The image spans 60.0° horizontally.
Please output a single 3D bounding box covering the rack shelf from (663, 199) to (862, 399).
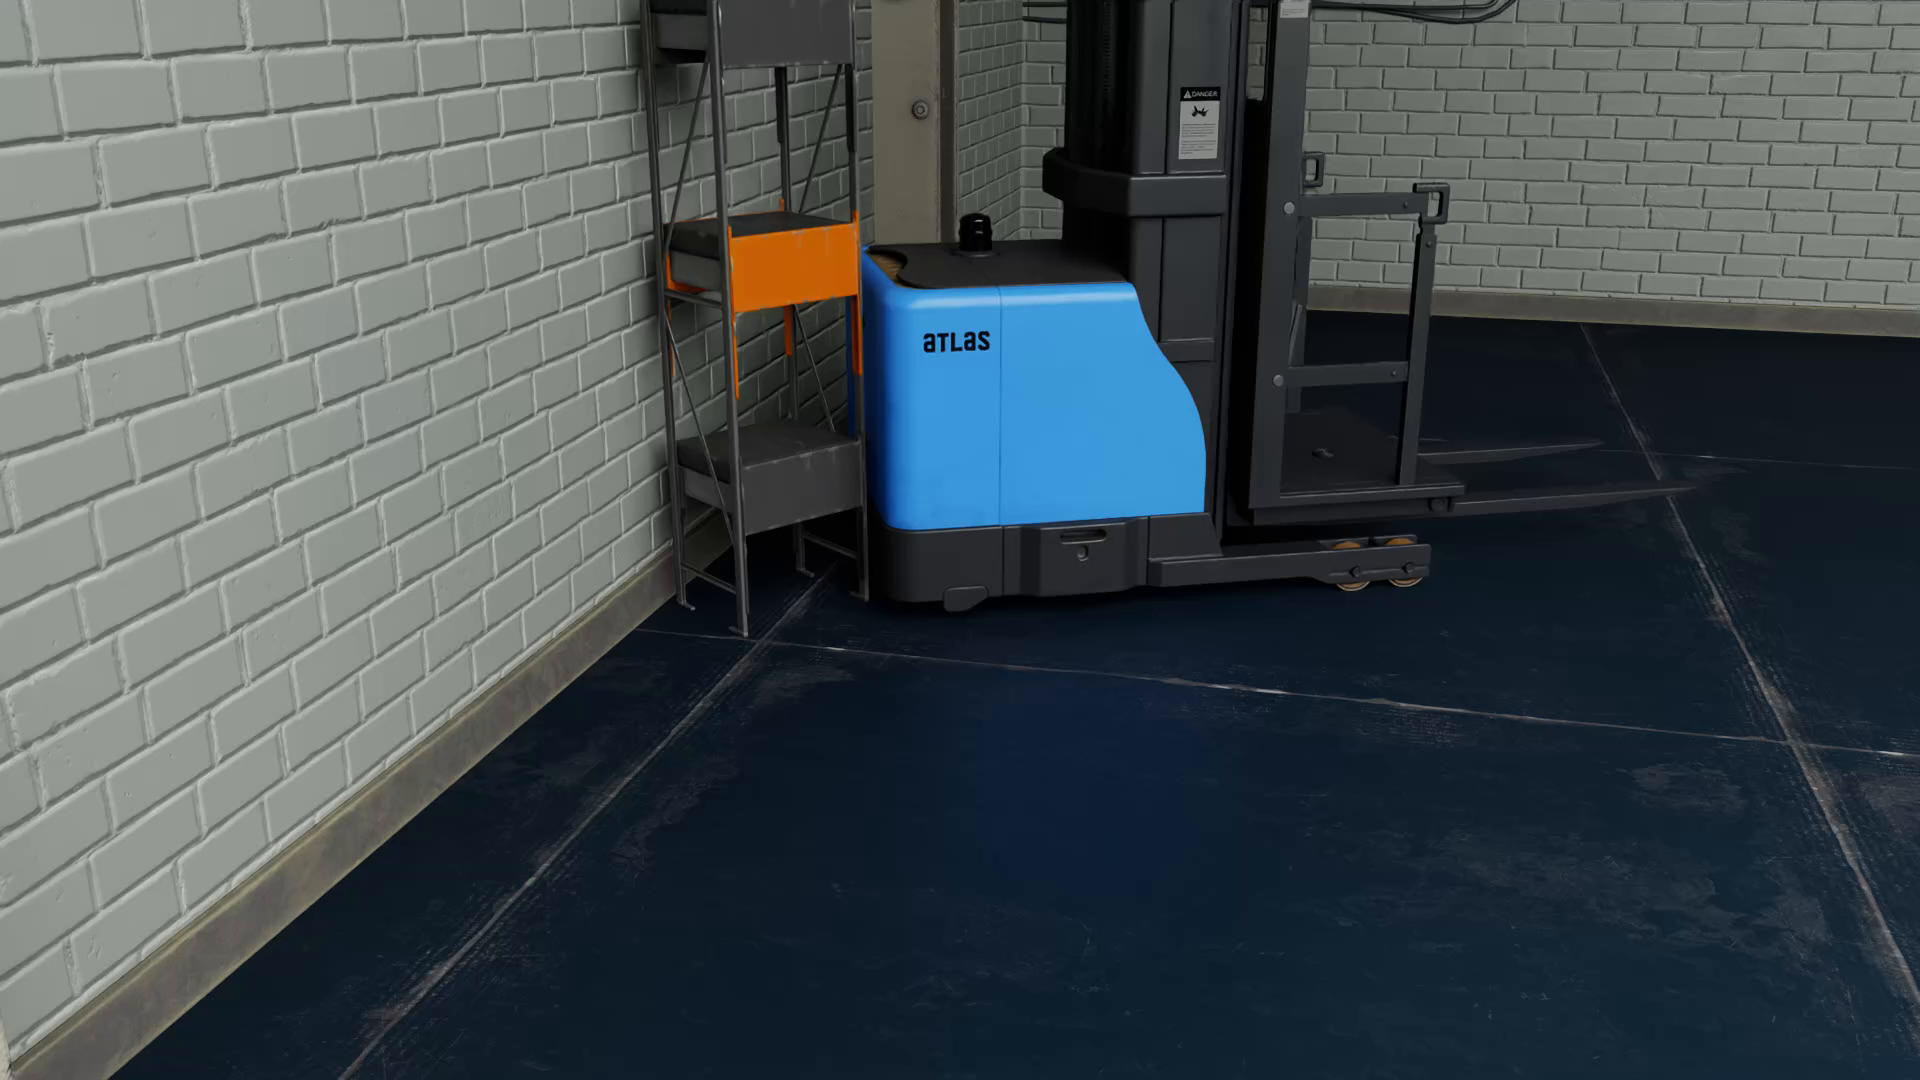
[{"bbox_3d":[-0.629,-0.771,5.236,0.480,0.518,0.431,-16,25,-38],"label":"rack shelf"}]

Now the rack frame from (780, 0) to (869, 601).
[{"bbox_3d":[-0.445,-0.837,5.383,0.015,2.100,0.400,-16,25,-38],"label":"rack frame"}]

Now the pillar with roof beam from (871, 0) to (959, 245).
[{"bbox_3d":[3.973,-4.563,5.625,9.100,9.000,0.400,5,19,13],"label":"pillar with roof beam"}]

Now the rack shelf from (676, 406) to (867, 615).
[{"bbox_3d":[-0.627,-0.110,5.465,0.480,0.518,0.431,-16,25,-38],"label":"rack shelf"}]

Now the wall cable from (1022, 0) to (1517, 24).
[{"bbox_3d":[1.800,-4.253,9.520,3.097,2.526,0.112,5,19,13],"label":"wall cable"}]

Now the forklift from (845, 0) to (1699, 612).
[{"bbox_3d":[1.146,-1.375,5.679,3.031,2.935,1.130,-4,19,-11],"label":"forklift"}]

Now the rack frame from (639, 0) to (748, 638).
[{"bbox_3d":[-0.814,-0.732,5.081,0.015,2.100,0.400,-16,25,-38],"label":"rack frame"}]

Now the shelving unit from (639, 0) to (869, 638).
[{"bbox_3d":[-0.629,-0.784,5.232,0.503,2.100,0.431,-16,25,-38],"label":"shelving unit"}]

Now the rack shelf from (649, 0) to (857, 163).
[{"bbox_3d":[-0.632,-1.433,5.008,0.480,0.518,0.431,-16,25,-38],"label":"rack shelf"}]
